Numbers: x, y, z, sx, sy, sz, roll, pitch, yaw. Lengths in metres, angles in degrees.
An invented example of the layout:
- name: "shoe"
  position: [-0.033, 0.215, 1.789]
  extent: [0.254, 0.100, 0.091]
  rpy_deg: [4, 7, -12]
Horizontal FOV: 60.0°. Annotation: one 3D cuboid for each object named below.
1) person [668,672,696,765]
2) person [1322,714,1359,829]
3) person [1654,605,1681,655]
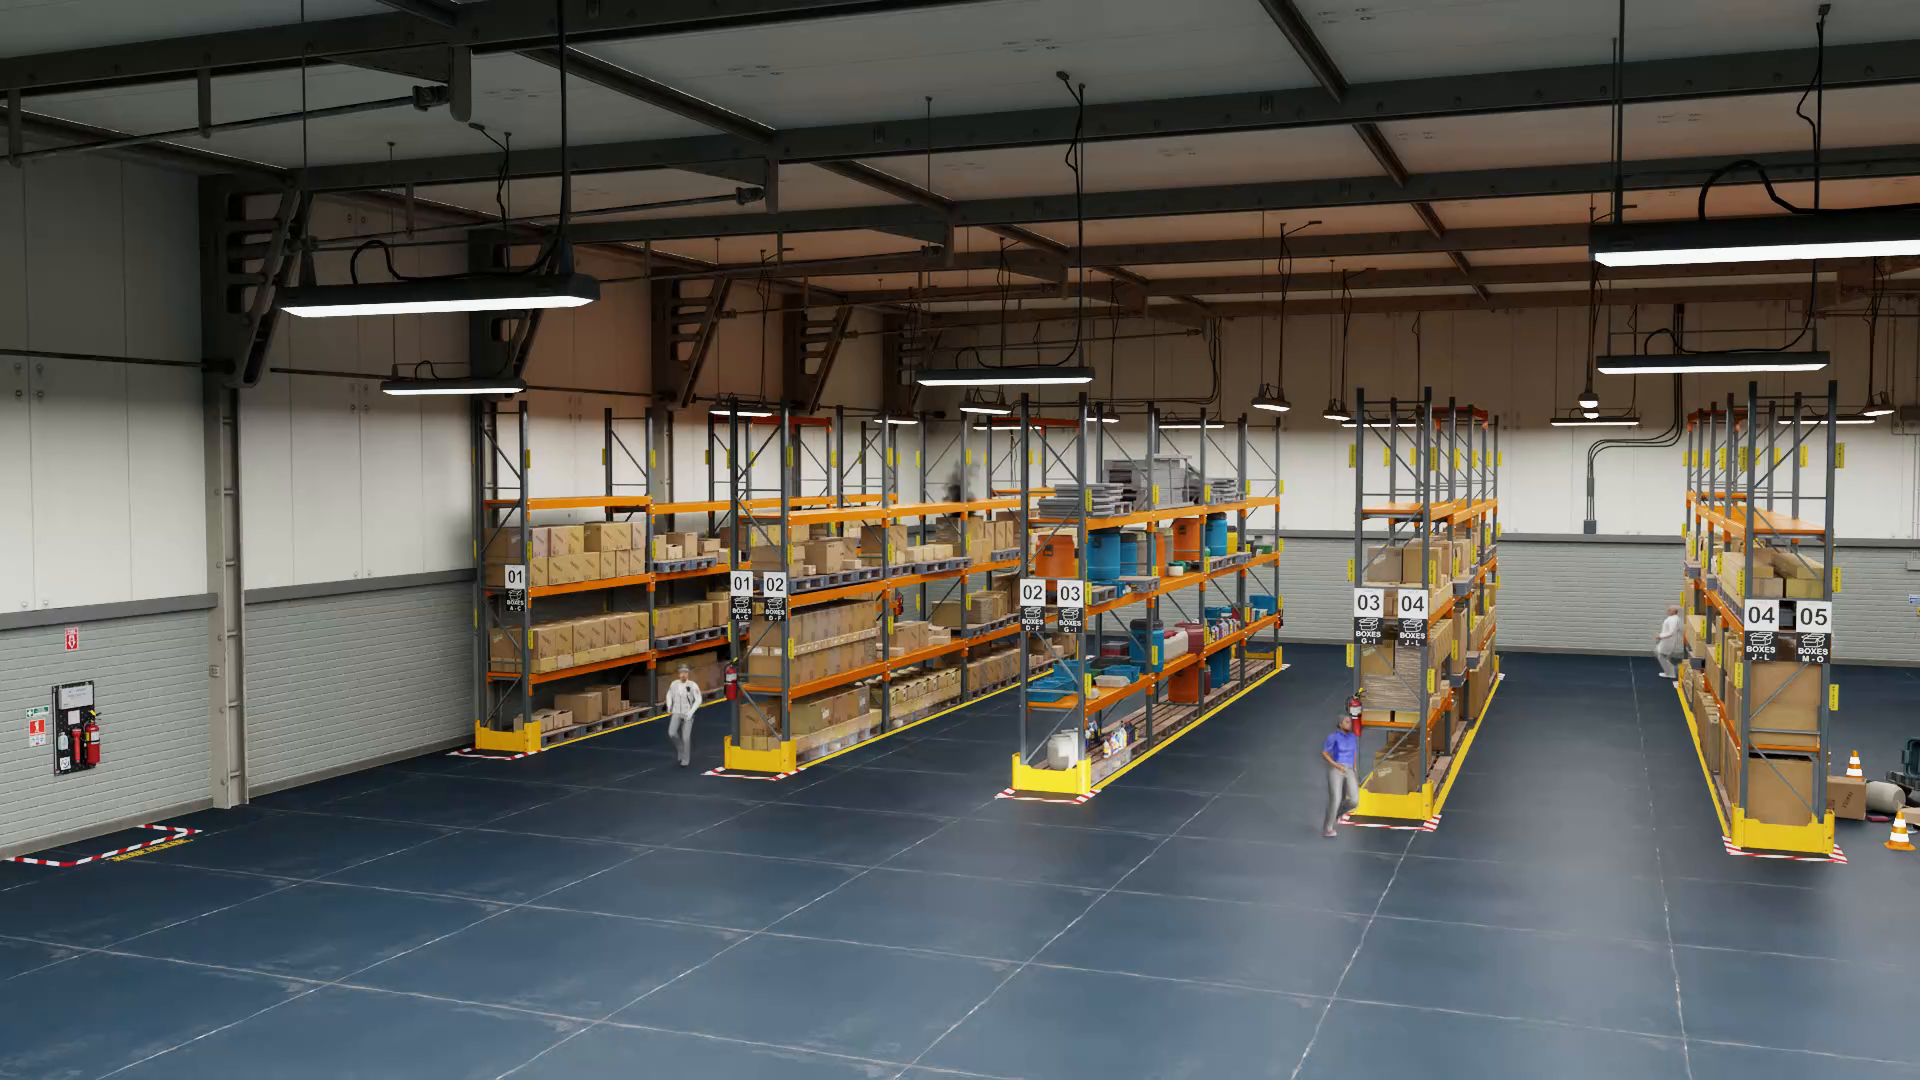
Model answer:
- name: "person"
  position: [-4.552, 2.873, 27.231]
  extent: [0.497, 1.617, 0.416]
  rpy_deg: [0, 3, 9]
- name: "person"
  position: [5.109, 3.084, 22.070]
  extent: [0.591, 1.538, 0.488]
  rpy_deg: [-1, 3, -20]
- name: "person"
  position: [16.064, 2.031, 37.823]
  extent: [0.536, 1.135, 0.745]
  rpy_deg: [2, 3, 33]
